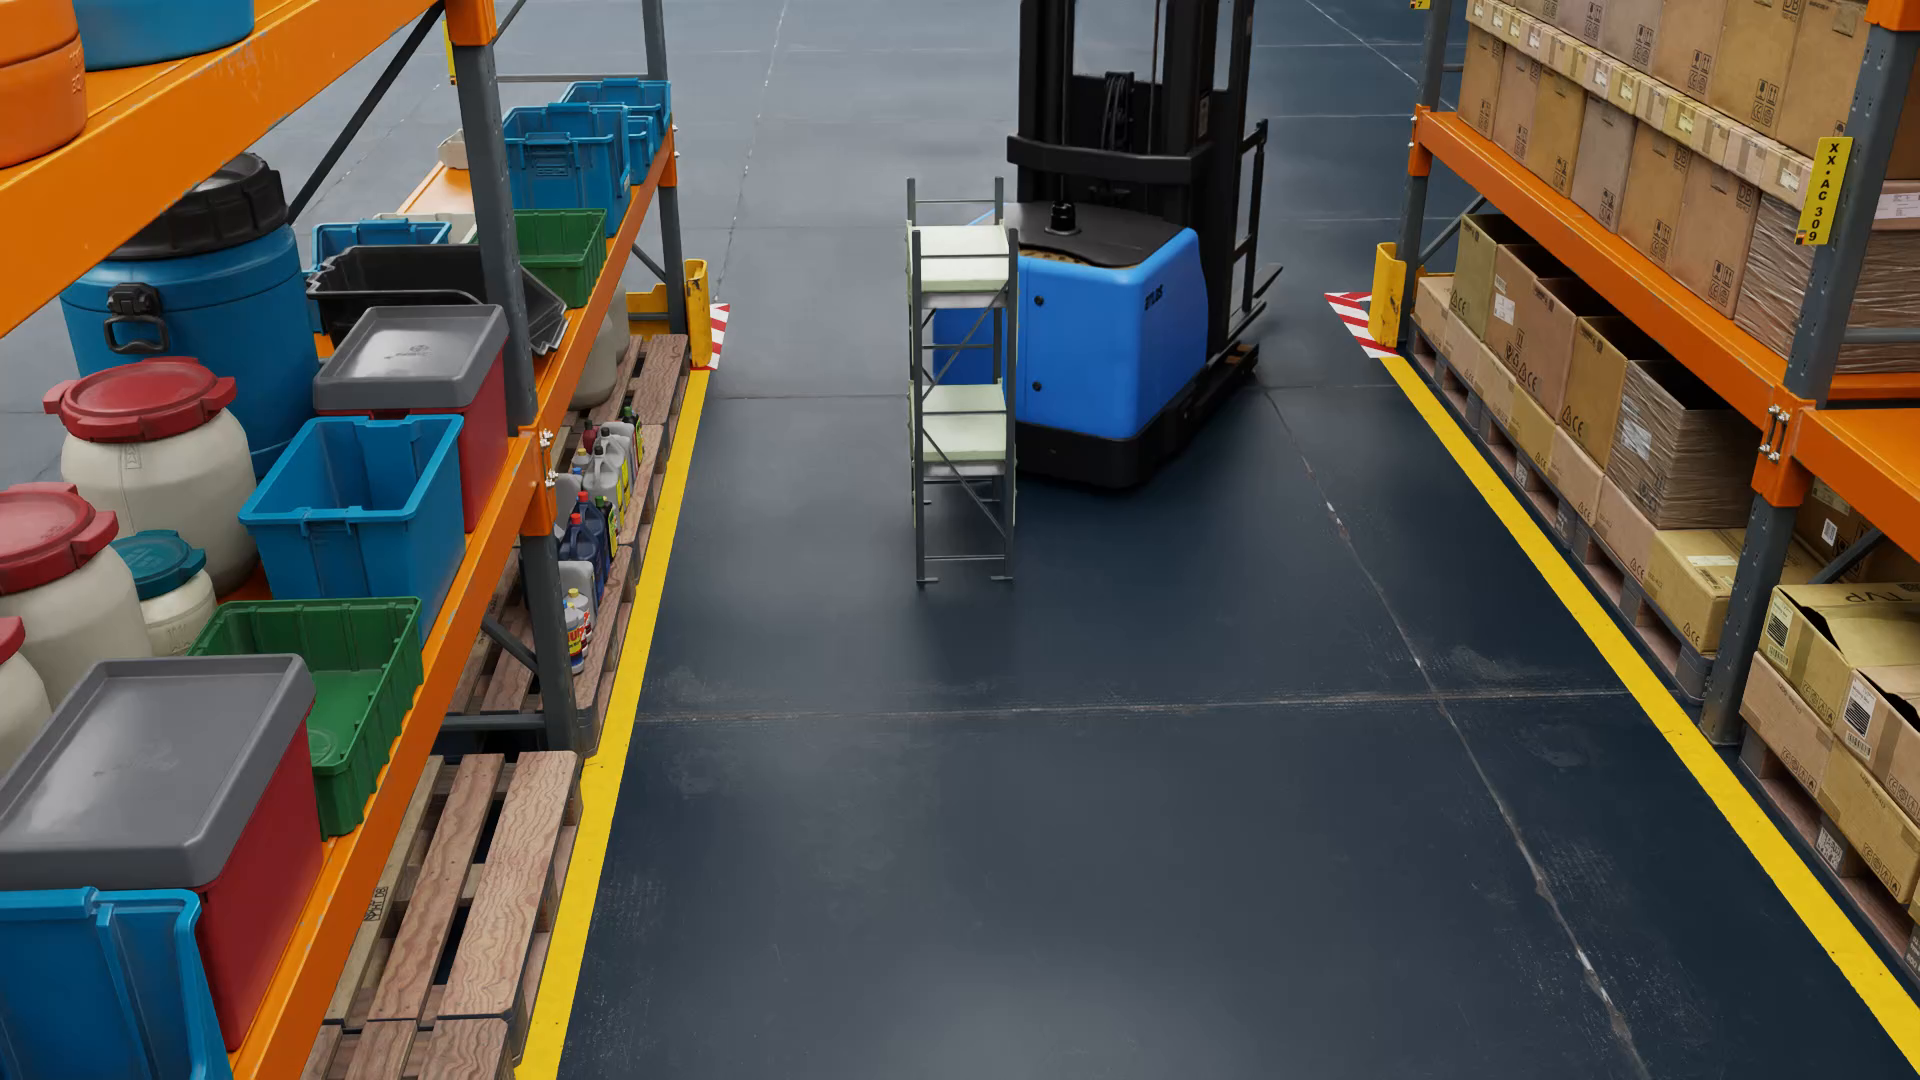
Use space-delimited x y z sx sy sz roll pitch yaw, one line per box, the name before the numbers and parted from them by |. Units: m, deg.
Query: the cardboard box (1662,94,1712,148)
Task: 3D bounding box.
cardboard box | 2.864 -1.562 6.192 0.380 0.149 0.250 -2 28 -3

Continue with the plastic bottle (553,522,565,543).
plastic bottle | -1.559 0.046 6.393 0.097 0.271 0.097 0 28 0

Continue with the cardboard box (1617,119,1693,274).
cardboard box | 3.058 -1.364 6.514 0.700 0.500 0.500 -1 28 -2

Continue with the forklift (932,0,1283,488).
forklift | 0.958 -2.188 8.276 1.130 2.935 3.031 13 30 23

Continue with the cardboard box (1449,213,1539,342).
cardboard box | 2.769 -1.303 8.213 0.500 0.500 0.500 -1 28 -3

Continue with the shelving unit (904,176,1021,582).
shelving unit | 0.000 -0.668 6.909 0.431 1.500 0.755 -1 28 -3

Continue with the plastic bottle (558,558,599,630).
plastic bottle | -1.426 0.184 6.123 0.152 0.276 0.135 0 28 -1

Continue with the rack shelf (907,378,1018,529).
rack shelf | 0.000 -0.379 7.060 0.431 0.370 0.720 -1 28 -3

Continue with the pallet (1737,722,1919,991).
pallet | 3.221 0.936 5.228 1.003 0.211 1.213 -1 28 -3

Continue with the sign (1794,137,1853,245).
sign | 2.589 -1.045 4.988 0.100 0.325 0.005 -1 28 -3

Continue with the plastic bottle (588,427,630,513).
plastic bottle | -1.473 -0.295 6.960 0.144 0.351 0.185 0 28 -1

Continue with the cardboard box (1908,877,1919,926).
cardboard box | 2.972 1.061 4.492 0.500 0.250 0.500 -2 28 -4

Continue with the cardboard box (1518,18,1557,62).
cardboard box | 2.779 -2.279 7.566 0.380 0.149 0.250 -2 28 -3

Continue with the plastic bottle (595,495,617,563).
plastic bottle | -1.408 -0.060 6.583 0.061 0.283 0.133 0 28 0

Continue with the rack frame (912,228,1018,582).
rack frame | 0.019 -0.499 6.585 0.400 1.500 0.023 -1 28 -3

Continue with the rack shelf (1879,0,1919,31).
rack shelf | 3.248 -0.727 2.935 1.077 0.370 4.000 -1 28 -3

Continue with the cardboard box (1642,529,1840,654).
cardboard box | 2.901 0.184 6.172 0.500 0.250 0.500 -1 28 -3

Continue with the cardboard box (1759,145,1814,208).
cardboard box | 2.905 -1.206 5.510 0.380 0.149 0.250 -2 28 -4

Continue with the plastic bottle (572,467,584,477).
plastic bottle | -1.591 -0.205 6.950 0.097 0.201 0.097 0 28 0

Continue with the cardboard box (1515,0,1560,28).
cardboard box | 2.982 -2.624 7.526 0.700 0.500 0.500 -2 28 -4

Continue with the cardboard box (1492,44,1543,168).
cardboard box | 2.979 -2.073 7.873 0.700 0.500 0.500 -1 28 -1

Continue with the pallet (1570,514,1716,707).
pallet | 3.144 0.228 6.584 1.003 0.211 1.213 -1 28 -3

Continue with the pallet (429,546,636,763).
pallet | -1.797 0.403 6.249 1.003 0.211 1.213 -1 28 -3

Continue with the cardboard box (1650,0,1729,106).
cardboard box | 3.061 -1.929 6.194 0.700 0.500 0.500 -1 28 -3

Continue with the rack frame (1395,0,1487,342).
rack frame | 2.935 -2.487 8.775 1.000 3.000 0.127 -1 28 -3

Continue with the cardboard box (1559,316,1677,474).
cardboard box | 2.857 -0.610 6.885 0.500 0.500 0.500 -1 28 -3

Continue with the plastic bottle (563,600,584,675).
plastic bottle | -1.382 0.335 5.839 0.097 0.271 0.097 0 28 0

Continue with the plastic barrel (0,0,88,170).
plastic barrel | -1.455 -0.882 1.989 0.600 0.830 0.708 -1 28 -3

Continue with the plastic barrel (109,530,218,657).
plastic barrel | -1.887 0.154 3.860 0.301 0.262 0.301 0 28 0

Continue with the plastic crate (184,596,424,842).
plastic crate | -1.430 0.369 3.527 0.450 0.188 0.662 -1 28 -3

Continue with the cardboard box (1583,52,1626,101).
cardboard box | 2.820 -1.923 6.883 0.380 0.149 0.250 -1 28 -2

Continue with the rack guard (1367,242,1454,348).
rack guard | 2.933 -1.390 9.374 1.175 0.500 0.348 -1 28 -3

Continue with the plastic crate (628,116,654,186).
plastic crate | -1.659 -1.779 7.579 0.499 0.251 0.408 -1 28 -3

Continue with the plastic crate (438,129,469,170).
plastic crate | -2.287 -1.831 7.803 0.298 0.136 0.250 -1 28 -3

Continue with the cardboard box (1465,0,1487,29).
cardboard box | 2.740 -2.633 8.244 0.380 0.149 0.250 -2 28 -3

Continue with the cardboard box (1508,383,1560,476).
cardboard box | 2.817 -0.508 7.500 0.500 0.250 0.500 -1 28 -3

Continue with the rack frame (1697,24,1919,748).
rack frame | 3.144 -0.640 5.233 1.000 3.000 0.127 -1 28 -3

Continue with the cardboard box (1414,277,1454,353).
cardboard box | 2.741 -1.201 8.829 0.500 0.250 0.500 -1 28 -3

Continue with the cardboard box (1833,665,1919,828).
cardboard box | 2.937 0.573 4.821 0.500 0.311 0.500 -2 28 -3

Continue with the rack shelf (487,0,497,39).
rack shelf | -1.908 -2.457 6.251 1.077 0.370 4.000 -1 28 -3

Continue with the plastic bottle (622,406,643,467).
plastic bottle | -1.454 -0.469 7.367 0.061 0.283 0.133 -1 28 -1

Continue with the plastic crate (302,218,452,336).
plastic crate | -2.132 -0.961 6.009 0.499 0.251 0.616 -1 28 -3

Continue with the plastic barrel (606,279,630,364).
plastic barrel | -1.901 -1.150 8.448 0.421 0.512 0.421 0 28 0
